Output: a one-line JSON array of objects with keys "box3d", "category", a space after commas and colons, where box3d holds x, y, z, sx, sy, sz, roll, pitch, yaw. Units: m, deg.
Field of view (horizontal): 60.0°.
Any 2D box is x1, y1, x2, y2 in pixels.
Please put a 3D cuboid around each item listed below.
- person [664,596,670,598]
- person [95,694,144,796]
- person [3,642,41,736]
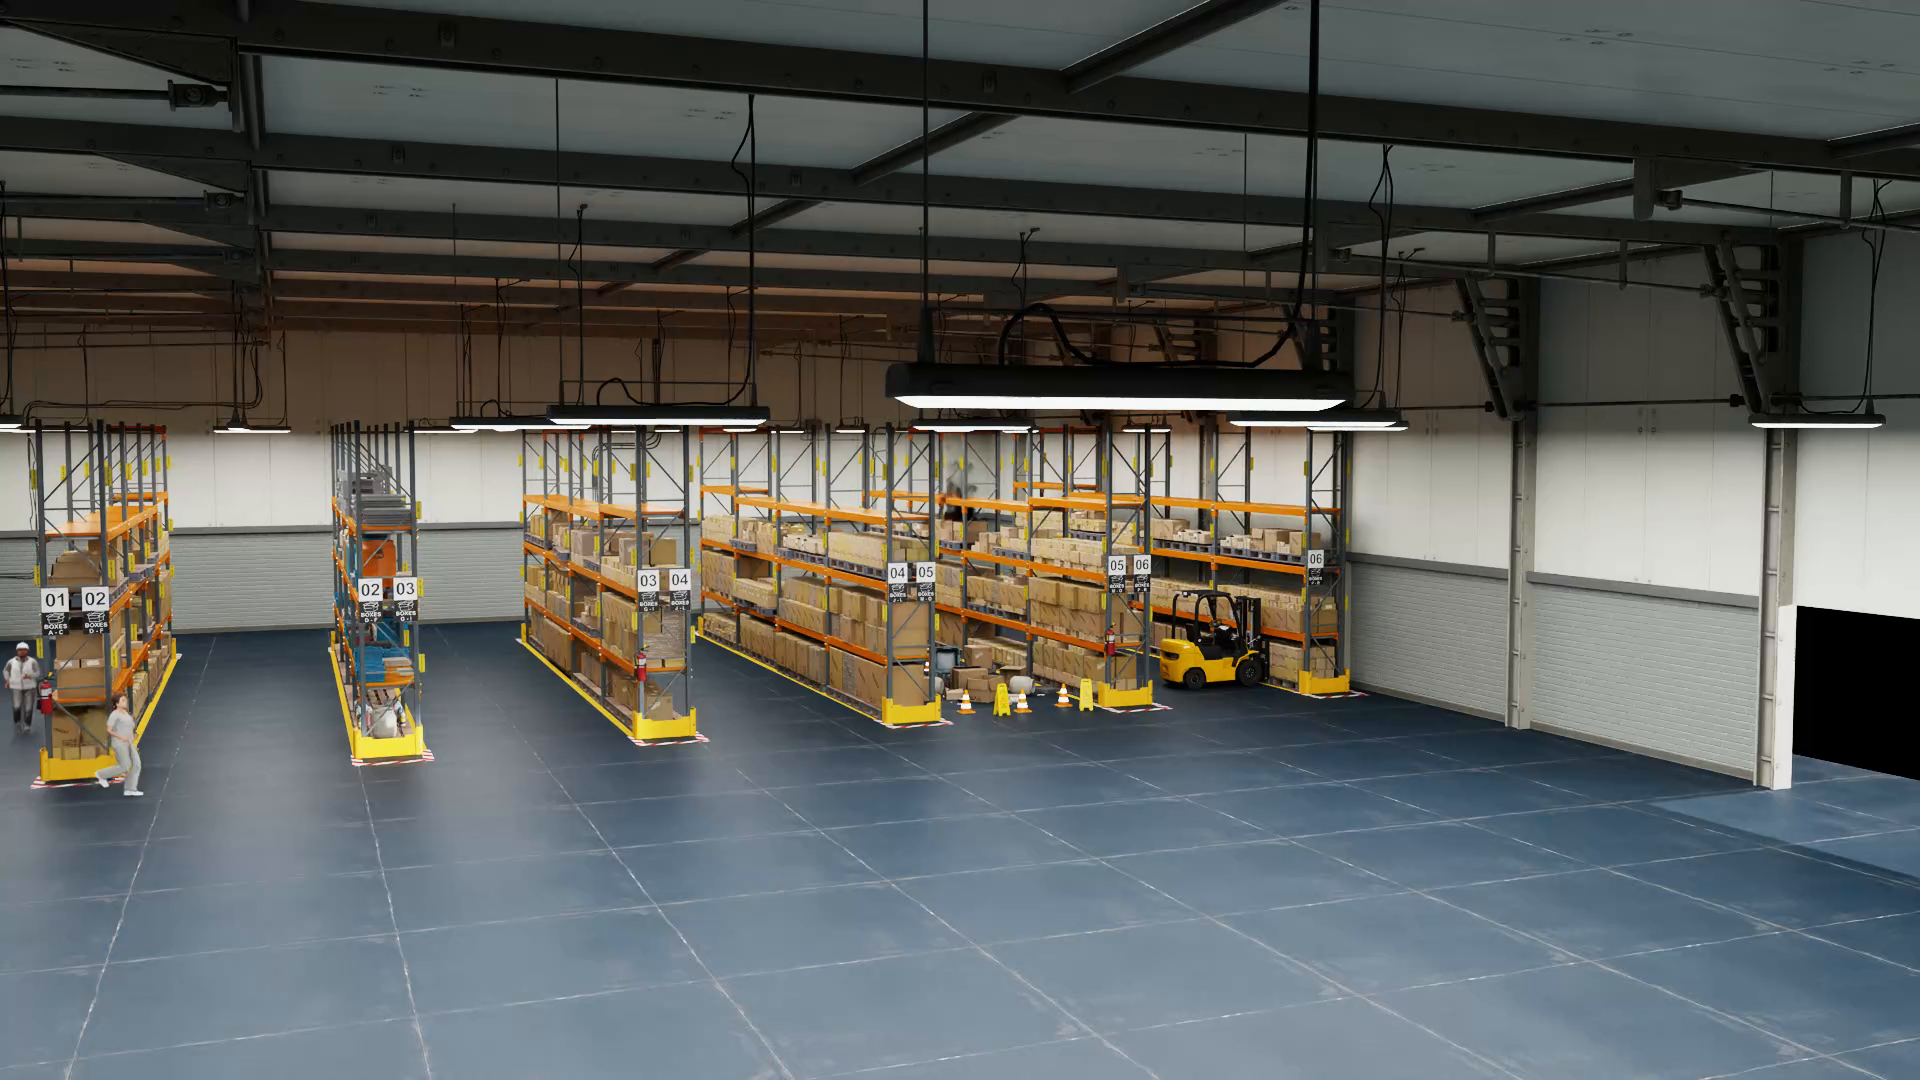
[{"box3d": [-8.439, 1.927, 46.925, 0.703, 1.741, 0.884, 0, 4, 7], "category": "person"}, {"box3d": [-13.367, 3.257, 26.448, 0.743, 1.641, 0.576, 0, 4, 3], "category": "person"}, {"box3d": [-17.957, 2.850, 31.846, 0.629, 1.771, 0.693, -2, 4, -30], "category": "person"}]
